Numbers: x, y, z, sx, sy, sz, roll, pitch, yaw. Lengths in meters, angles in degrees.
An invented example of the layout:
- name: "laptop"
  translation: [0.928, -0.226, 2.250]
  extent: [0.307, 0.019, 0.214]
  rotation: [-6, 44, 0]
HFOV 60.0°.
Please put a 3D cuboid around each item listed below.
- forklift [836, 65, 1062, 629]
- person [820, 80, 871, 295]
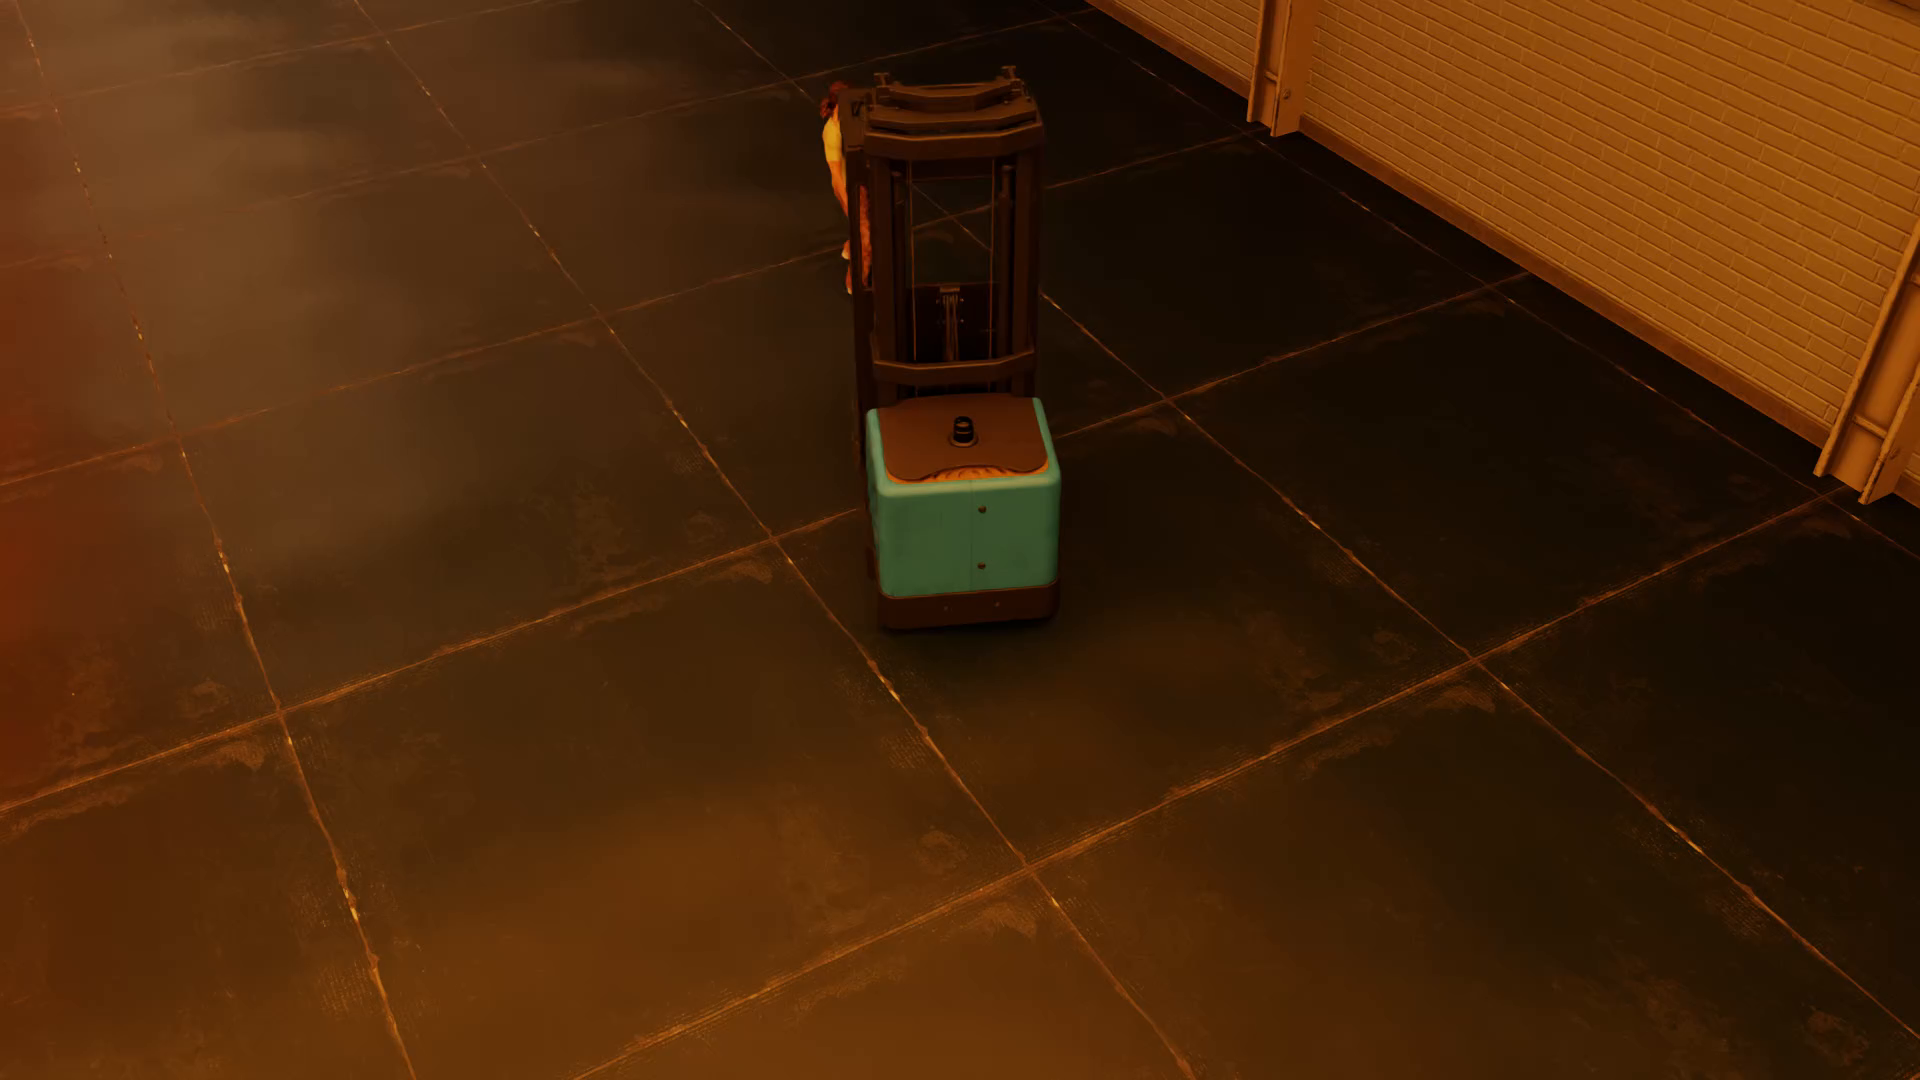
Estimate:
- name: "forklift"
  translation: [-0.118, -1.548, 9.903]
  extent: [1.130, 2.935, 3.031]
  rotation: [-4, 40, -5]
- name: "person"
  translation: [-0.754, -2.622, 12.244]
  extent: [0.524, 1.593, 0.701]
  rotation: [12, 41, 14]
